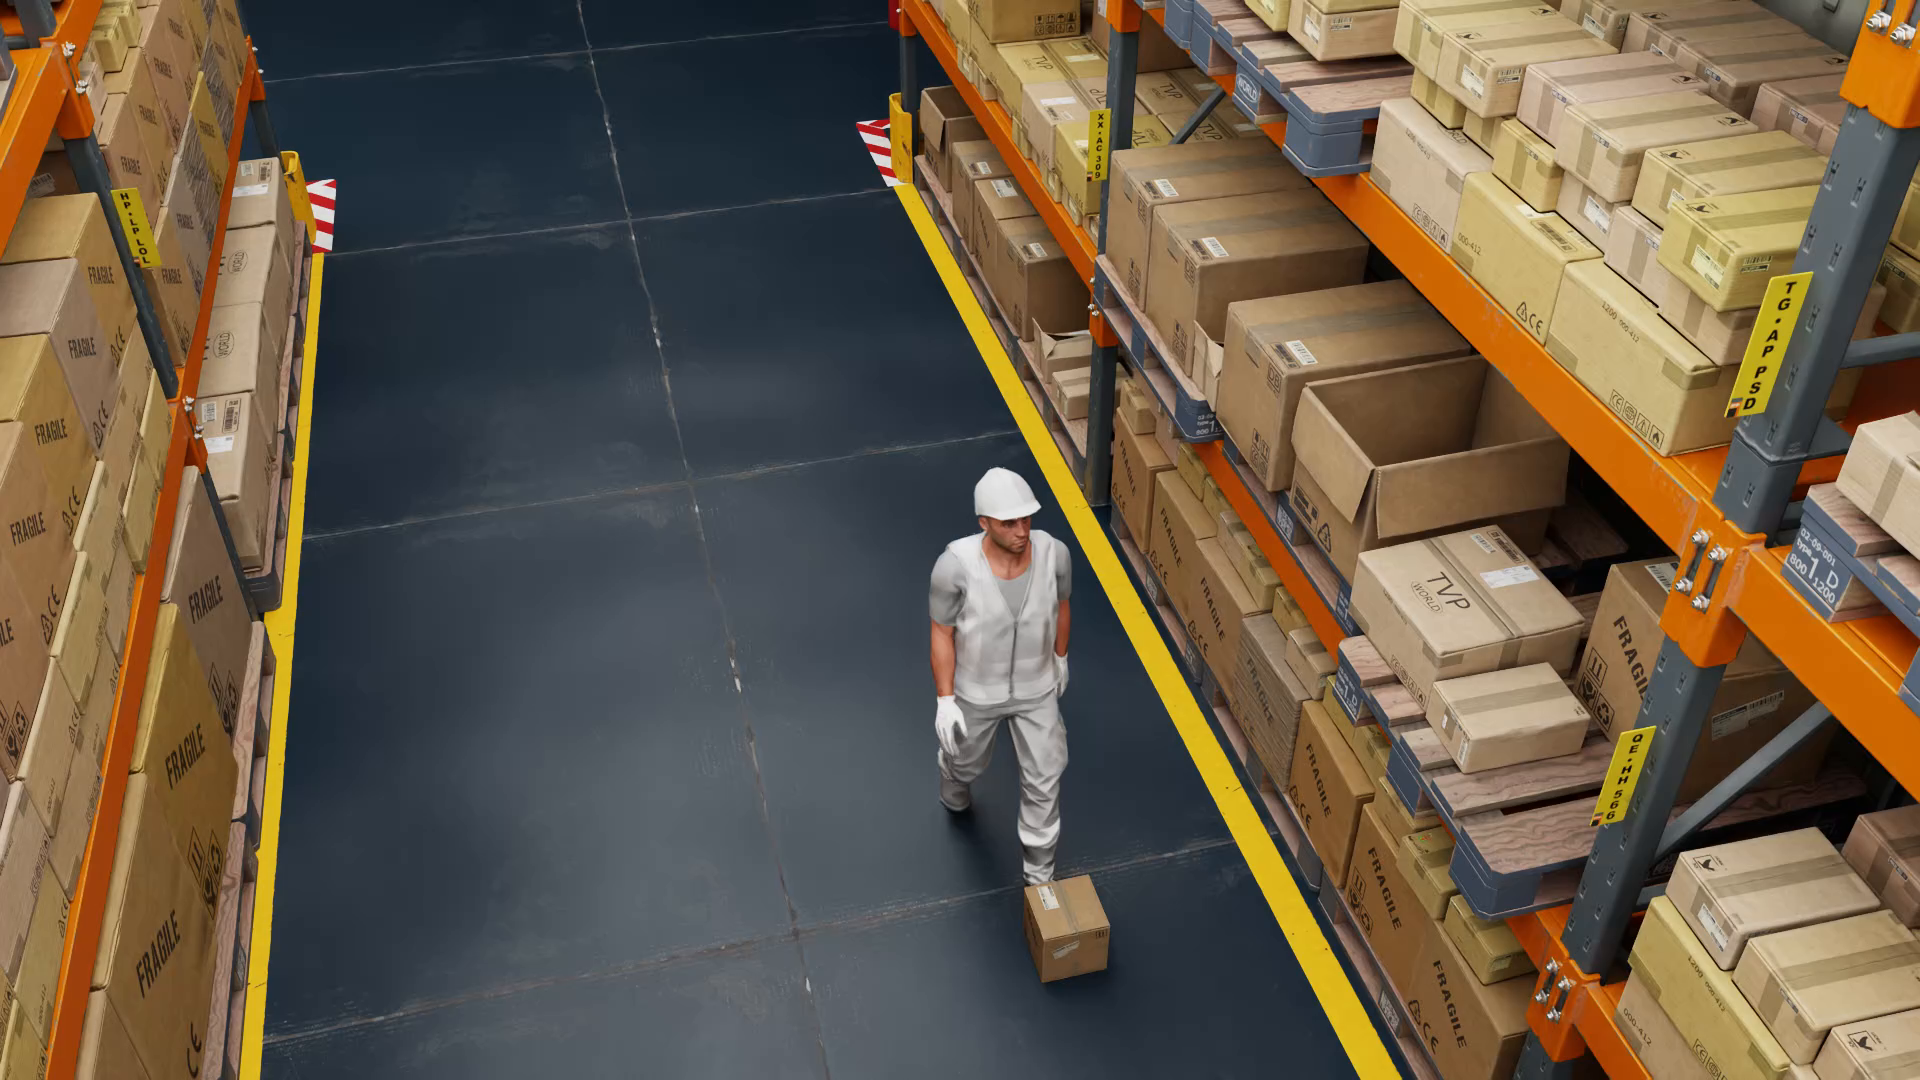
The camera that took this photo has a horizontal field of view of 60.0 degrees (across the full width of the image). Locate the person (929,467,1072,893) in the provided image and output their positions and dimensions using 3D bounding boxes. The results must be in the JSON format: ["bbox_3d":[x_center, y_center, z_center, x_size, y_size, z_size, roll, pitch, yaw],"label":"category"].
[{"bbox_3d":[0.163,0.542,5.998,0.556,1.760,0.912,-7,38,-9],"label":"person"}]
